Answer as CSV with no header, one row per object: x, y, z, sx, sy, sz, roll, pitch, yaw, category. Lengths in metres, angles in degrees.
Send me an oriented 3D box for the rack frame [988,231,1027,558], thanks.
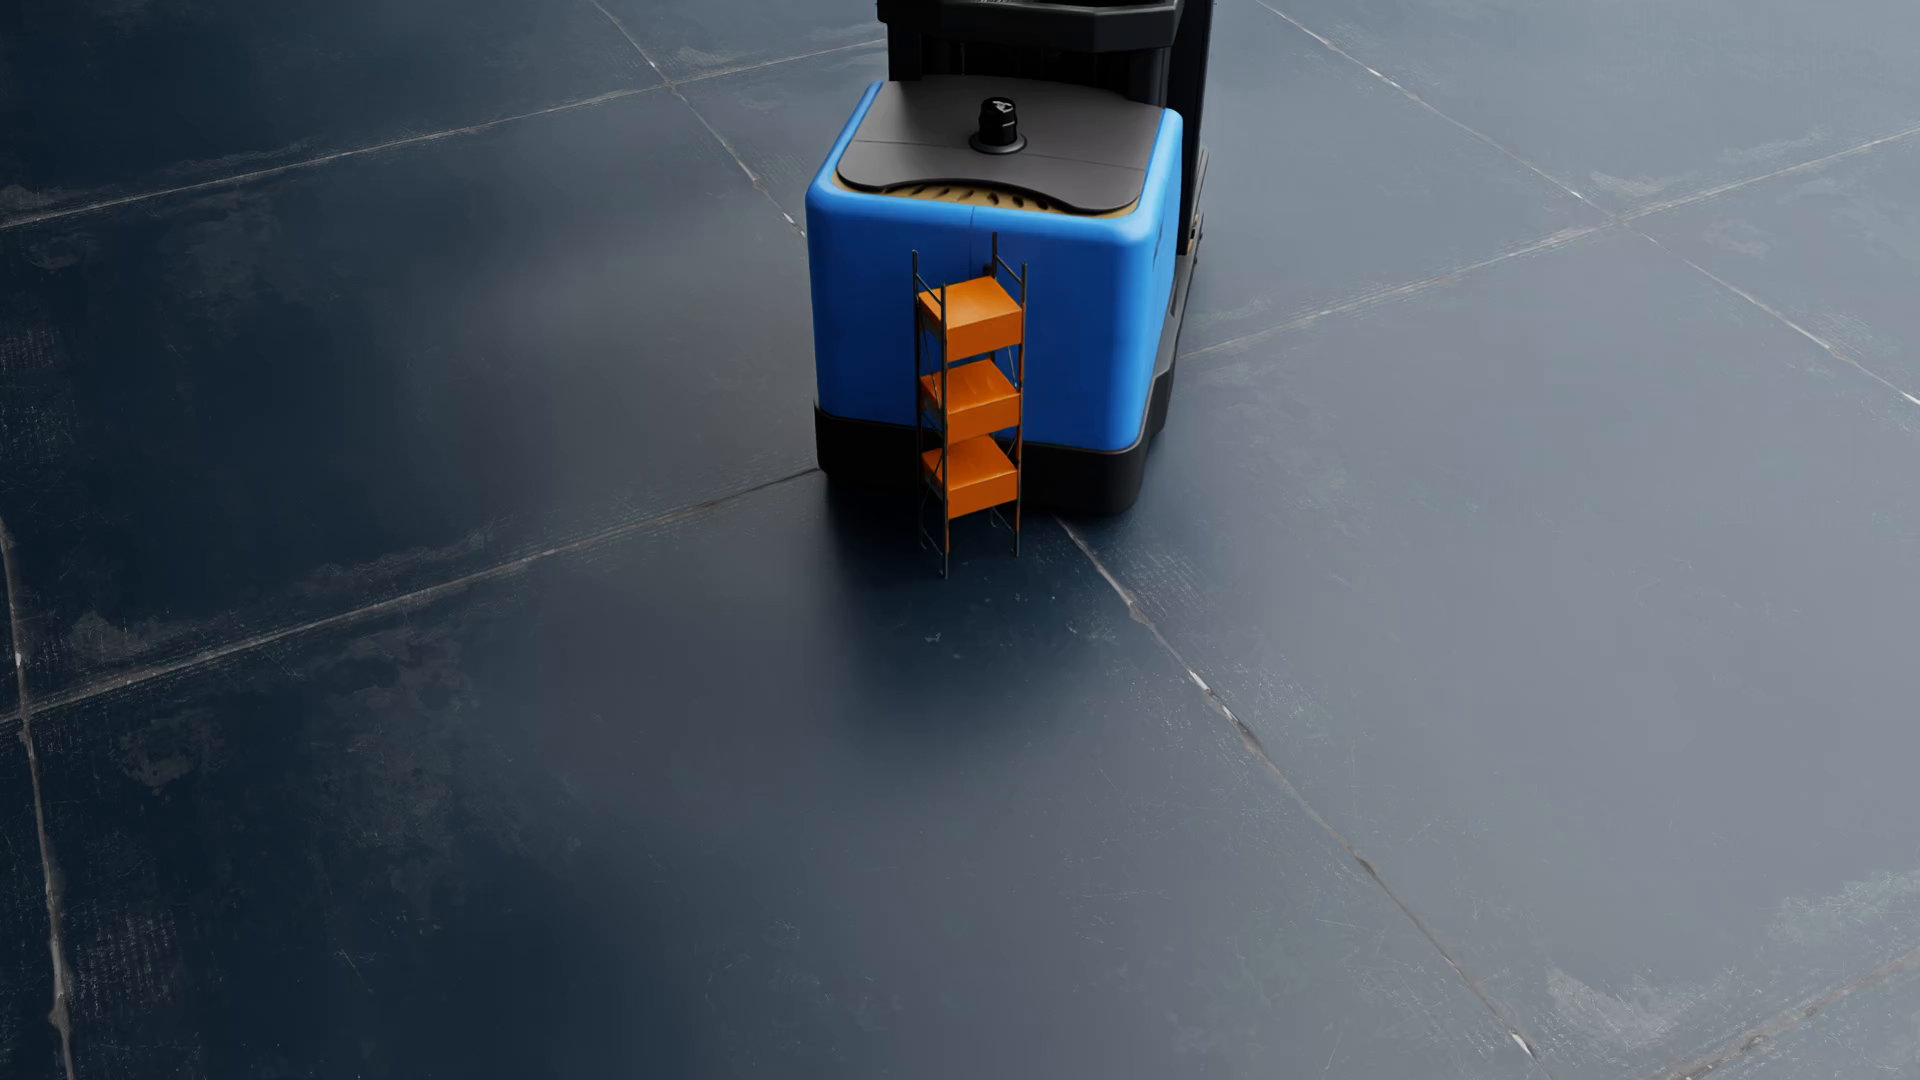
0.136,-0.404,4.915,0.008,1.050,0.200,-17,43,-19,rack frame

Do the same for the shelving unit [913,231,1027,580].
0.026,-0.370,4.875,0.252,1.050,0.215,-17,43,-19,shelving unit

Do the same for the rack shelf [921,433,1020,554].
0.026,-0.150,5.061,0.240,0.259,0.215,-17,43,-19,rack shelf

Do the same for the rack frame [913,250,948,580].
-0.084,-0.336,4.835,0.008,1.050,0.200,-17,43,-19,rack frame

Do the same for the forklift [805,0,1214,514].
0.347,-2.159,5.532,1.130,2.935,3.031,8,41,9,forklift

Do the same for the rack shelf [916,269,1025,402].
0.026,-0.579,4.698,0.240,0.259,0.215,-17,43,-19,rack shelf

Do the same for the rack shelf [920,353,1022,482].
0.026,-0.362,4.881,0.240,0.259,0.215,-17,43,-19,rack shelf
